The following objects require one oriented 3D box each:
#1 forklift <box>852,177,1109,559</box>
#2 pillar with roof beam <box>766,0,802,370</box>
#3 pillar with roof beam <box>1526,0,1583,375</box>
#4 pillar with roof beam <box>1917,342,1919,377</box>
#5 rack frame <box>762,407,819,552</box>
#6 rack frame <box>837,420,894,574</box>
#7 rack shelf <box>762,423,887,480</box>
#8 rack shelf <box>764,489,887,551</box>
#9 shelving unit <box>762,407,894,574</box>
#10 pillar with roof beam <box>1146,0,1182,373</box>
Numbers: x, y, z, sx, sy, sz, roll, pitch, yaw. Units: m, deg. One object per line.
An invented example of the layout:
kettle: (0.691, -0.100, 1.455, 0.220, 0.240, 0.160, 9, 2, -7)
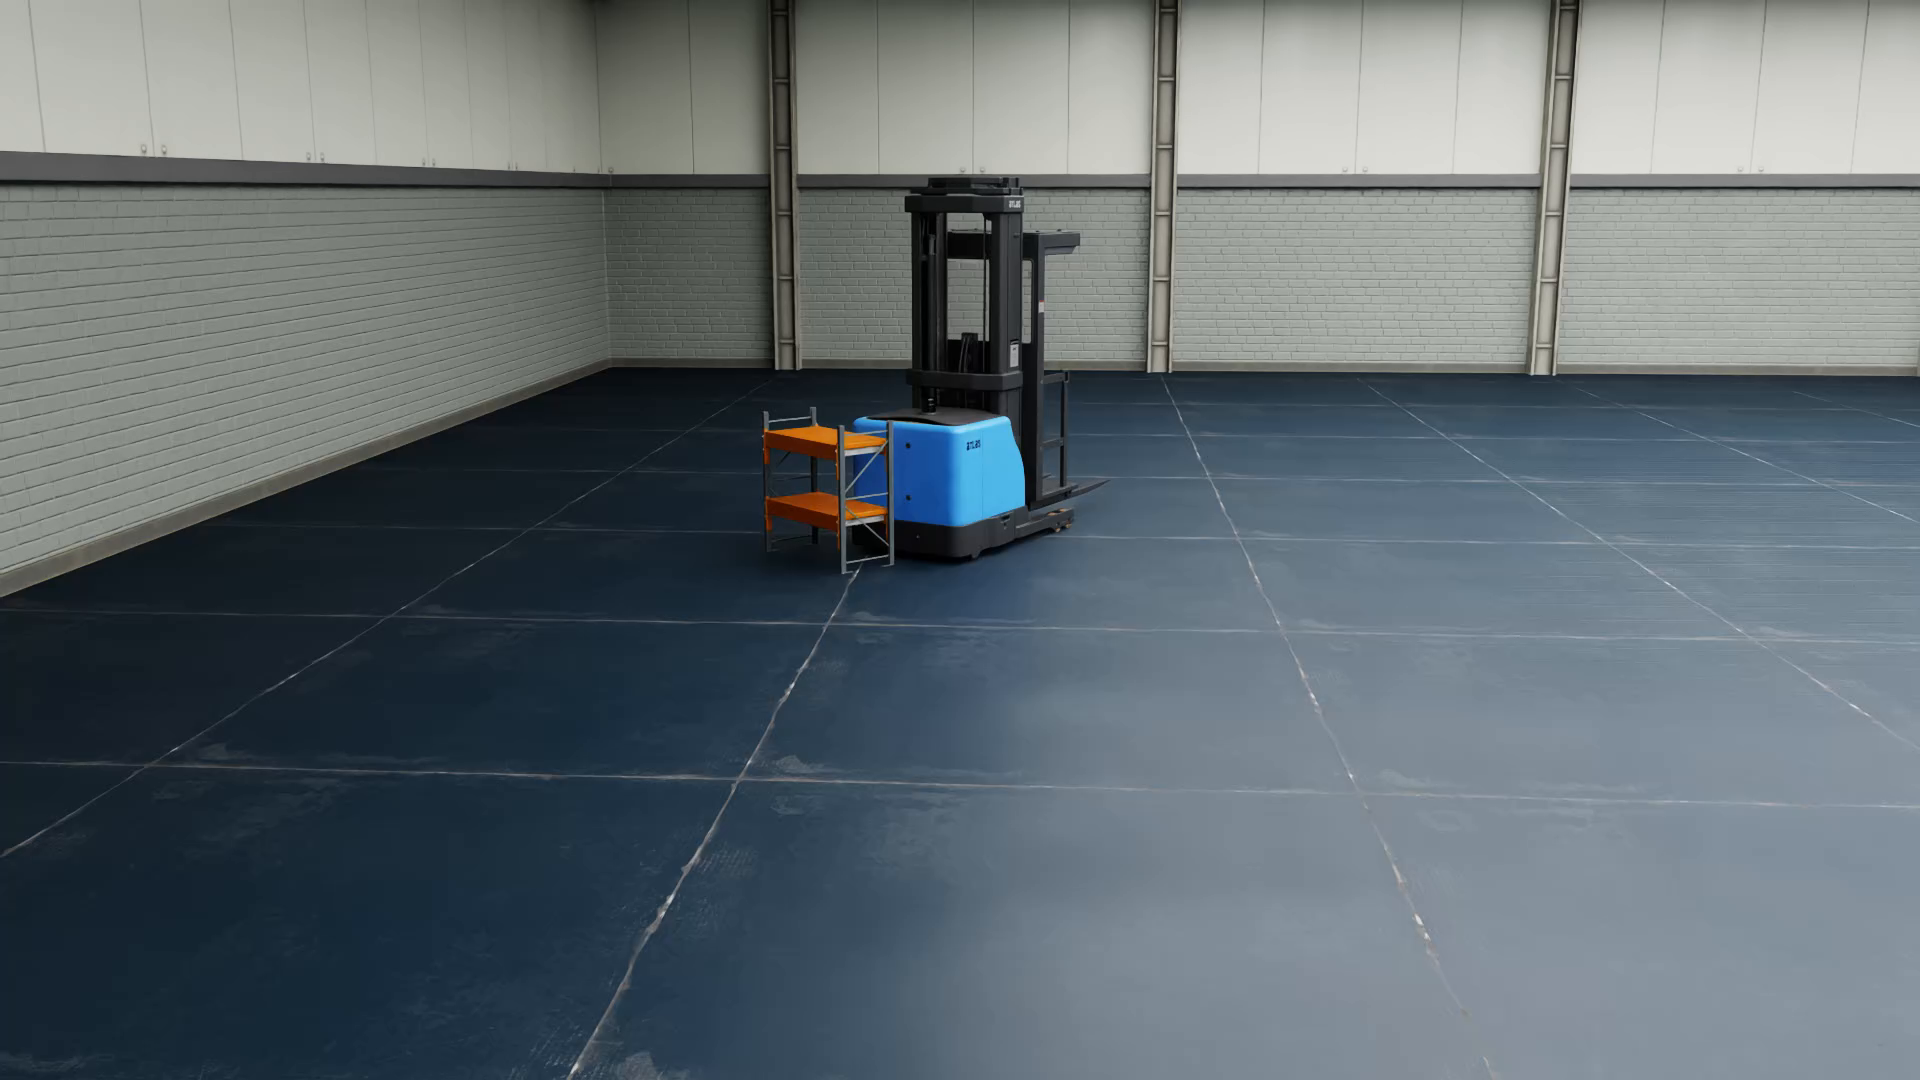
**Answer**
forklift: (0.322, -1.546, 13.998, 1.130, 2.935, 3.031, 7, 14, 30)
pillar with roof beam: (-3.081, -6.311, 21.959, 0.400, 9.000, 9.100, 1, 12, 4)
pillar with roof beam: (8.893, -6.147, 21.175, 0.400, 9.000, 9.100, 1, 12, 4)
pillar with roof beam: (14.879, -6.065, 20.782, 0.400, 9.000, 9.100, 1, 12, 4)
rack frame: (-1.360, -0.487, 13.351, 0.500, 1.125, 0.032, -10, 15, -39)
rack frame: (-0.709, -0.327, 12.586, 0.500, 1.125, 0.032, -10, 15, -39)
rack shelf: (-1.034, -0.694, 12.909, 0.538, 0.278, 1.000, -10, 15, -39)
rack shelf: (-1.034, -0.168, 13.019, 0.538, 0.278, 1.000, -10, 15, -39)
shelving unit: (-1.034, -0.407, 12.969, 0.538, 1.125, 1.048, -10, 15, -39)
pillar with roof beam: (2.906, -6.229, 21.567, 0.400, 9.000, 9.100, 1, 12, 4)
